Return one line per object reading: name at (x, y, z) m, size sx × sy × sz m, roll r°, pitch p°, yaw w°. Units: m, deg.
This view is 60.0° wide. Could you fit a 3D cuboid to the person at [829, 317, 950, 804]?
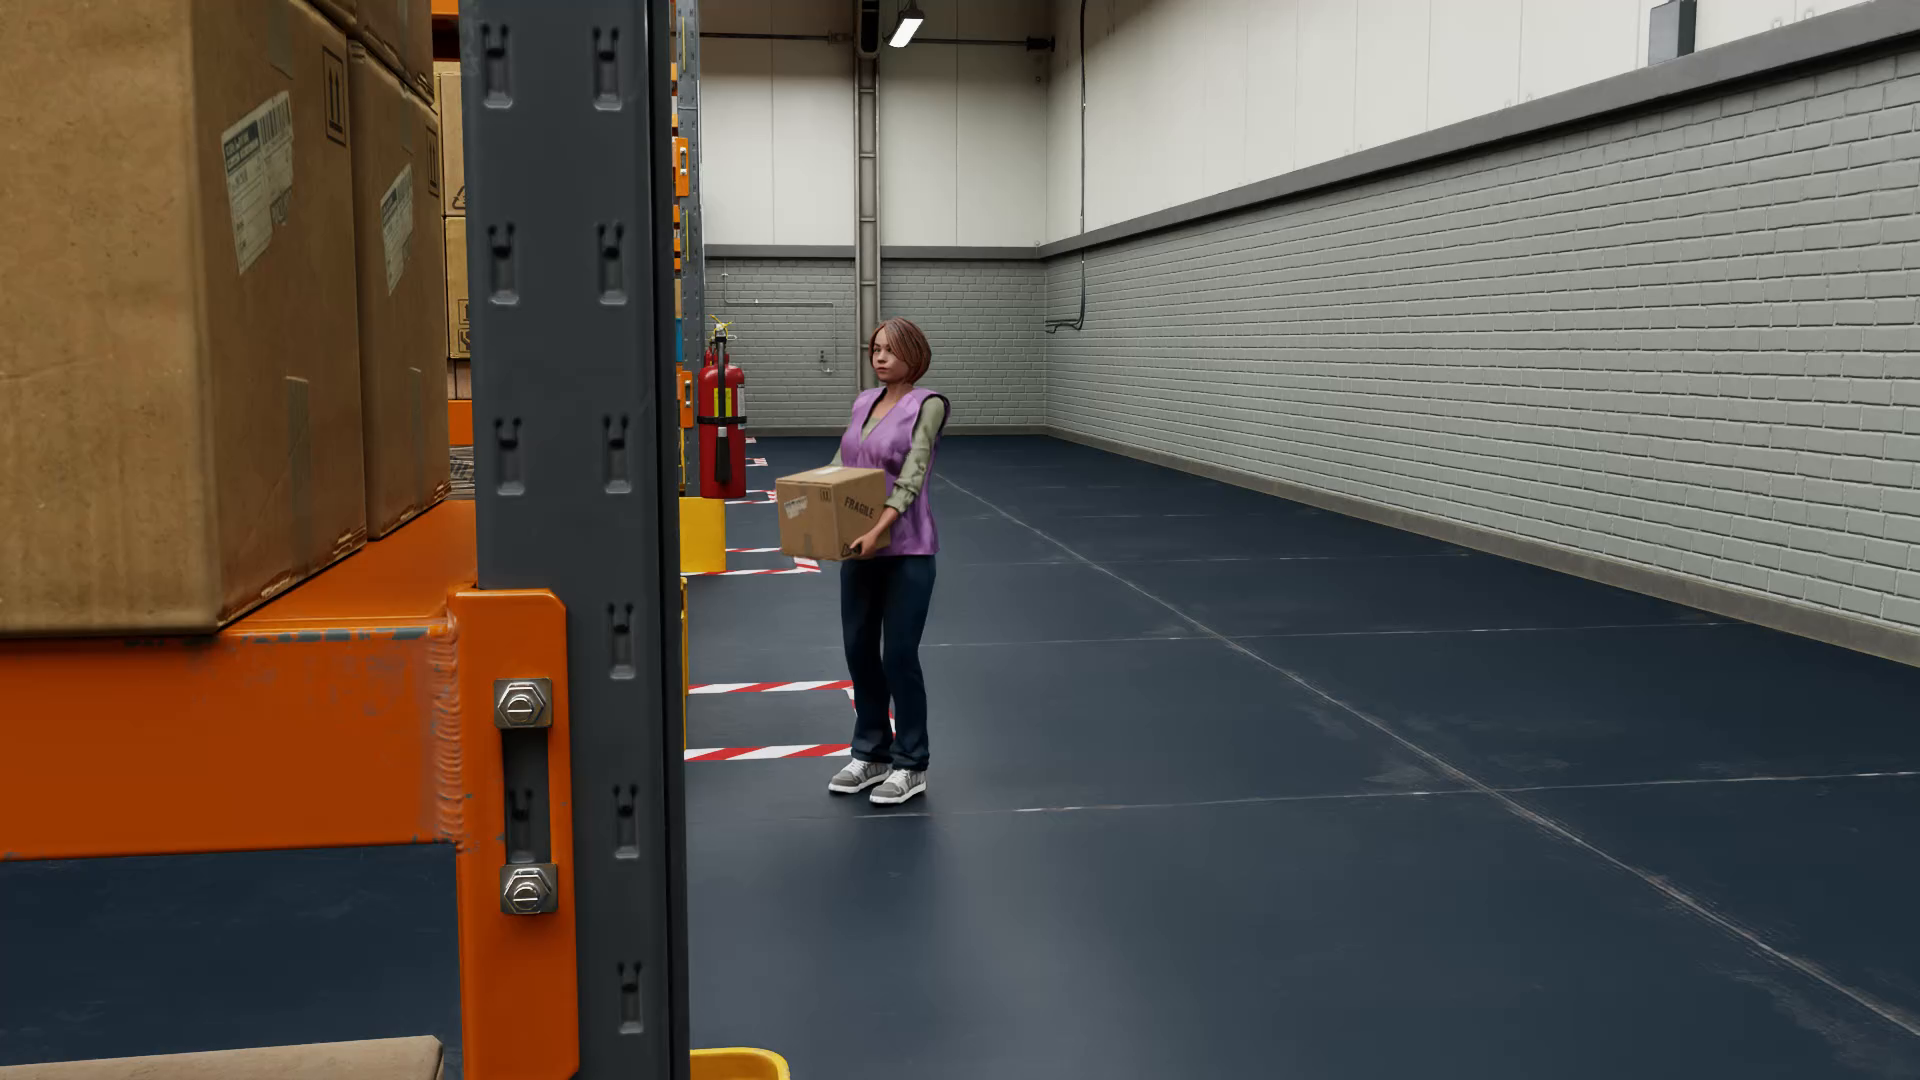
person at (-0.293, 0.067, 5.475) m, size 0.404 × 1.594 × 0.494 m, roll 5°, pitch 9°, yaw 38°
